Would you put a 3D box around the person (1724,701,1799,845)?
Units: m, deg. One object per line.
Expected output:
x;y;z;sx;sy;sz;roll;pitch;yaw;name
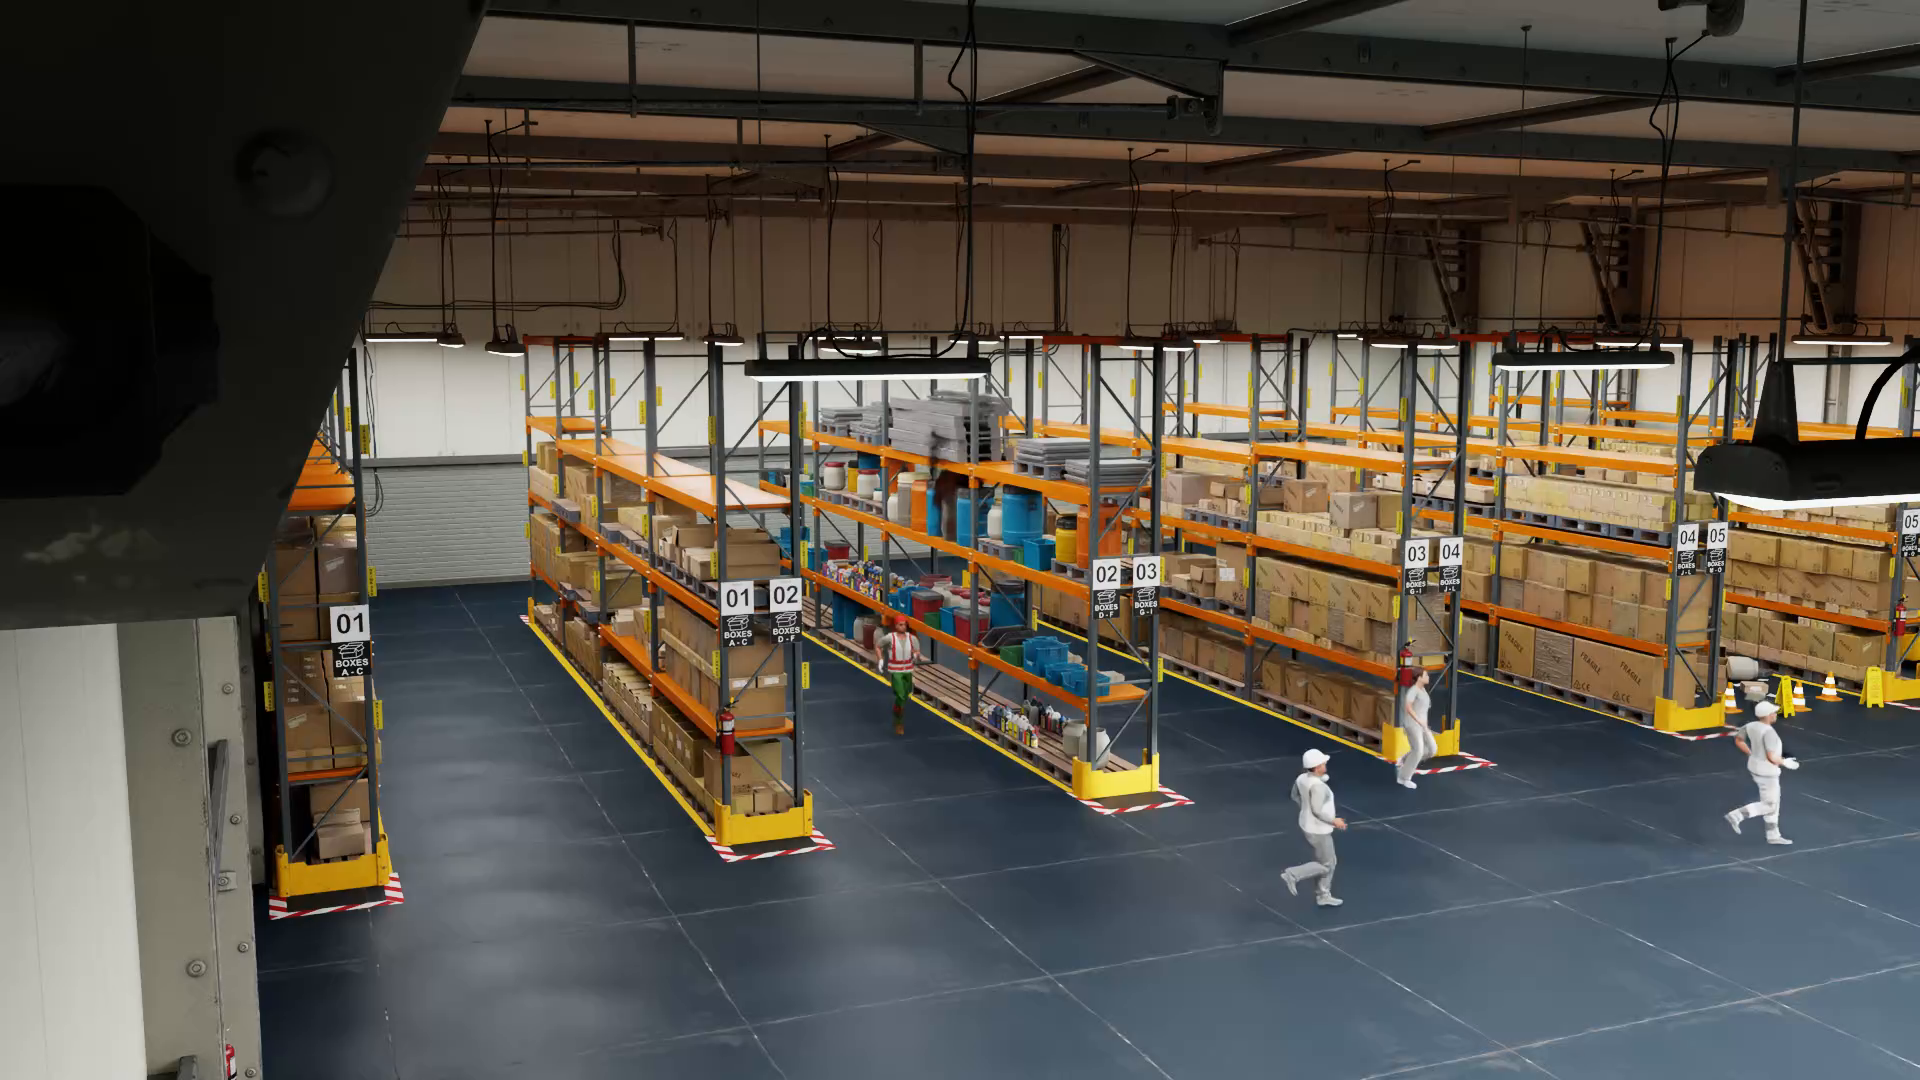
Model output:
9.632;2.809;20.012;0.869;1.772;0.657;0;8;0;person

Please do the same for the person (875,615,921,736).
-0.911;2.064;25.505;0.645;1.841;0.767;-4;9;-27;person

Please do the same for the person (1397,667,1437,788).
6.261;2.532;22.703;0.527;1.615;0.616;5;9;36;person

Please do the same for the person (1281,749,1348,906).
3.798;3.101;17.926;0.733;1.735;0.661;-1;8;-6;person
